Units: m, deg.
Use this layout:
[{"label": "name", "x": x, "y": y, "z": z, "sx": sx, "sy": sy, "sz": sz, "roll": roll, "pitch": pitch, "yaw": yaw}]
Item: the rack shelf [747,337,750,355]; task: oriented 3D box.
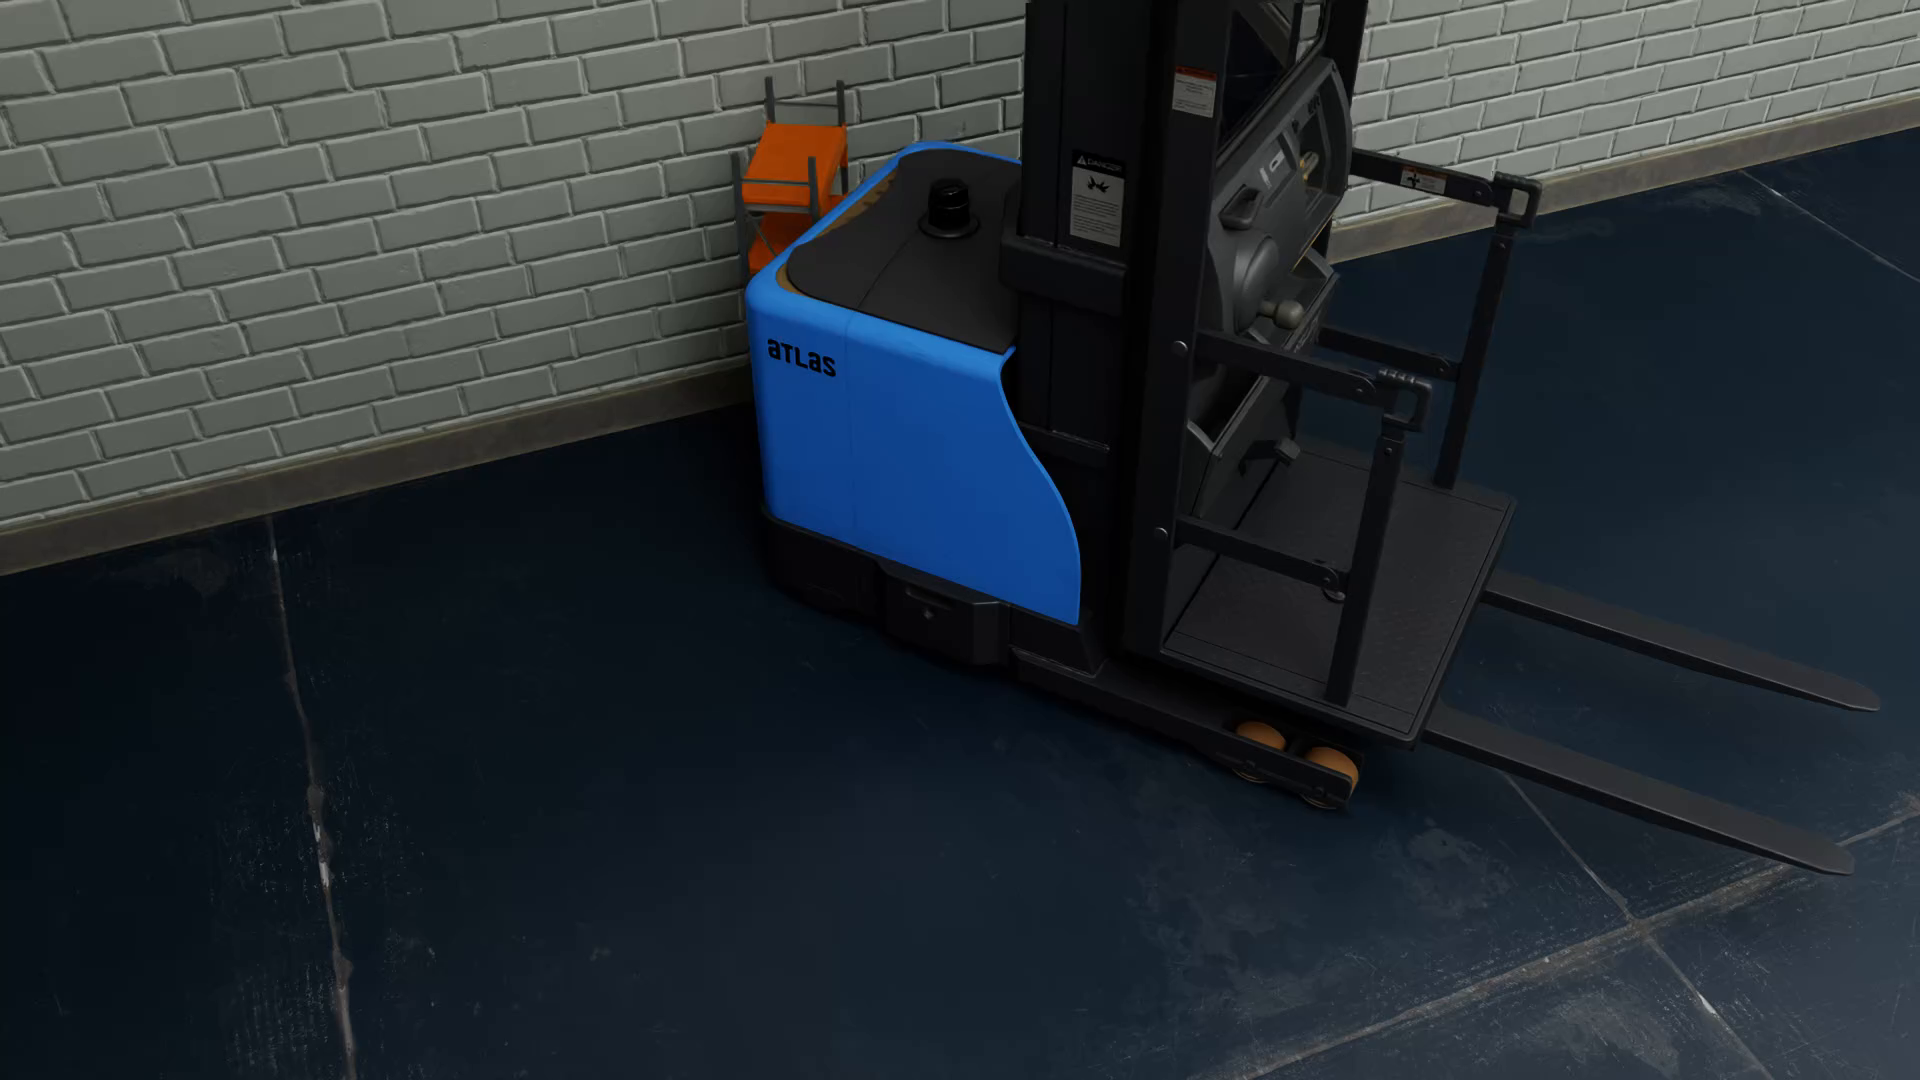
[{"label": "rack shelf", "x": -0.498, "y": -0.730, "z": 5.282, "sx": 0.258, "sy": 0.148, "sz": 0.480, "roll": 4, "pitch": 41, "yaw": 5}]

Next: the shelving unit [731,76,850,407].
[{"label": "shelving unit", "x": -0.498, "y": -0.781, "z": 5.238, "sx": 0.258, "sy": 1.200, "sz": 0.503, "roll": 4, "pitch": 41, "yaw": 5}]

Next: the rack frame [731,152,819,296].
[{"label": "rack frame", "x": -0.524, "y": -0.623, "z": 5.054, "sx": 0.240, "sy": 1.200, "sz": 0.015, "roll": 4, "pitch": 41, "yaw": 5}]

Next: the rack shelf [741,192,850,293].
[{"label": "rack shelf", "x": -0.498, "y": -0.900, "z": 5.136, "sx": 0.258, "sy": 0.148, "sz": 0.480, "roll": 4, "pitch": 41, "yaw": 5}]

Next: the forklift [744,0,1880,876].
[{"label": "forklift", "x": 0.955, "y": -0.797, "z": 3.928, "sx": 3.031, "sy": 2.935, "sz": 1.130, "roll": 19, "pitch": 44, "yaw": 21}]

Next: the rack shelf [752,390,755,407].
[{"label": "rack shelf", "x": -0.498, "y": -0.579, "z": 5.411, "sx": 0.258, "sy": 0.148, "sz": 0.480, "roll": 4, "pitch": 41, "yaw": 5}]

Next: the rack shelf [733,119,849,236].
[{"label": "rack shelf", "x": -0.498, "y": -1.079, "z": 4.982, "sx": 0.258, "sy": 0.148, "sz": 0.480, "roll": 4, "pitch": 41, "yaw": 5}]

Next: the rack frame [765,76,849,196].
[{"label": "rack frame", "x": -0.471, "y": -0.939, "z": 5.422, "sx": 0.240, "sy": 1.200, "sz": 0.015, "roll": 4, "pitch": 41, "yaw": 5}]
